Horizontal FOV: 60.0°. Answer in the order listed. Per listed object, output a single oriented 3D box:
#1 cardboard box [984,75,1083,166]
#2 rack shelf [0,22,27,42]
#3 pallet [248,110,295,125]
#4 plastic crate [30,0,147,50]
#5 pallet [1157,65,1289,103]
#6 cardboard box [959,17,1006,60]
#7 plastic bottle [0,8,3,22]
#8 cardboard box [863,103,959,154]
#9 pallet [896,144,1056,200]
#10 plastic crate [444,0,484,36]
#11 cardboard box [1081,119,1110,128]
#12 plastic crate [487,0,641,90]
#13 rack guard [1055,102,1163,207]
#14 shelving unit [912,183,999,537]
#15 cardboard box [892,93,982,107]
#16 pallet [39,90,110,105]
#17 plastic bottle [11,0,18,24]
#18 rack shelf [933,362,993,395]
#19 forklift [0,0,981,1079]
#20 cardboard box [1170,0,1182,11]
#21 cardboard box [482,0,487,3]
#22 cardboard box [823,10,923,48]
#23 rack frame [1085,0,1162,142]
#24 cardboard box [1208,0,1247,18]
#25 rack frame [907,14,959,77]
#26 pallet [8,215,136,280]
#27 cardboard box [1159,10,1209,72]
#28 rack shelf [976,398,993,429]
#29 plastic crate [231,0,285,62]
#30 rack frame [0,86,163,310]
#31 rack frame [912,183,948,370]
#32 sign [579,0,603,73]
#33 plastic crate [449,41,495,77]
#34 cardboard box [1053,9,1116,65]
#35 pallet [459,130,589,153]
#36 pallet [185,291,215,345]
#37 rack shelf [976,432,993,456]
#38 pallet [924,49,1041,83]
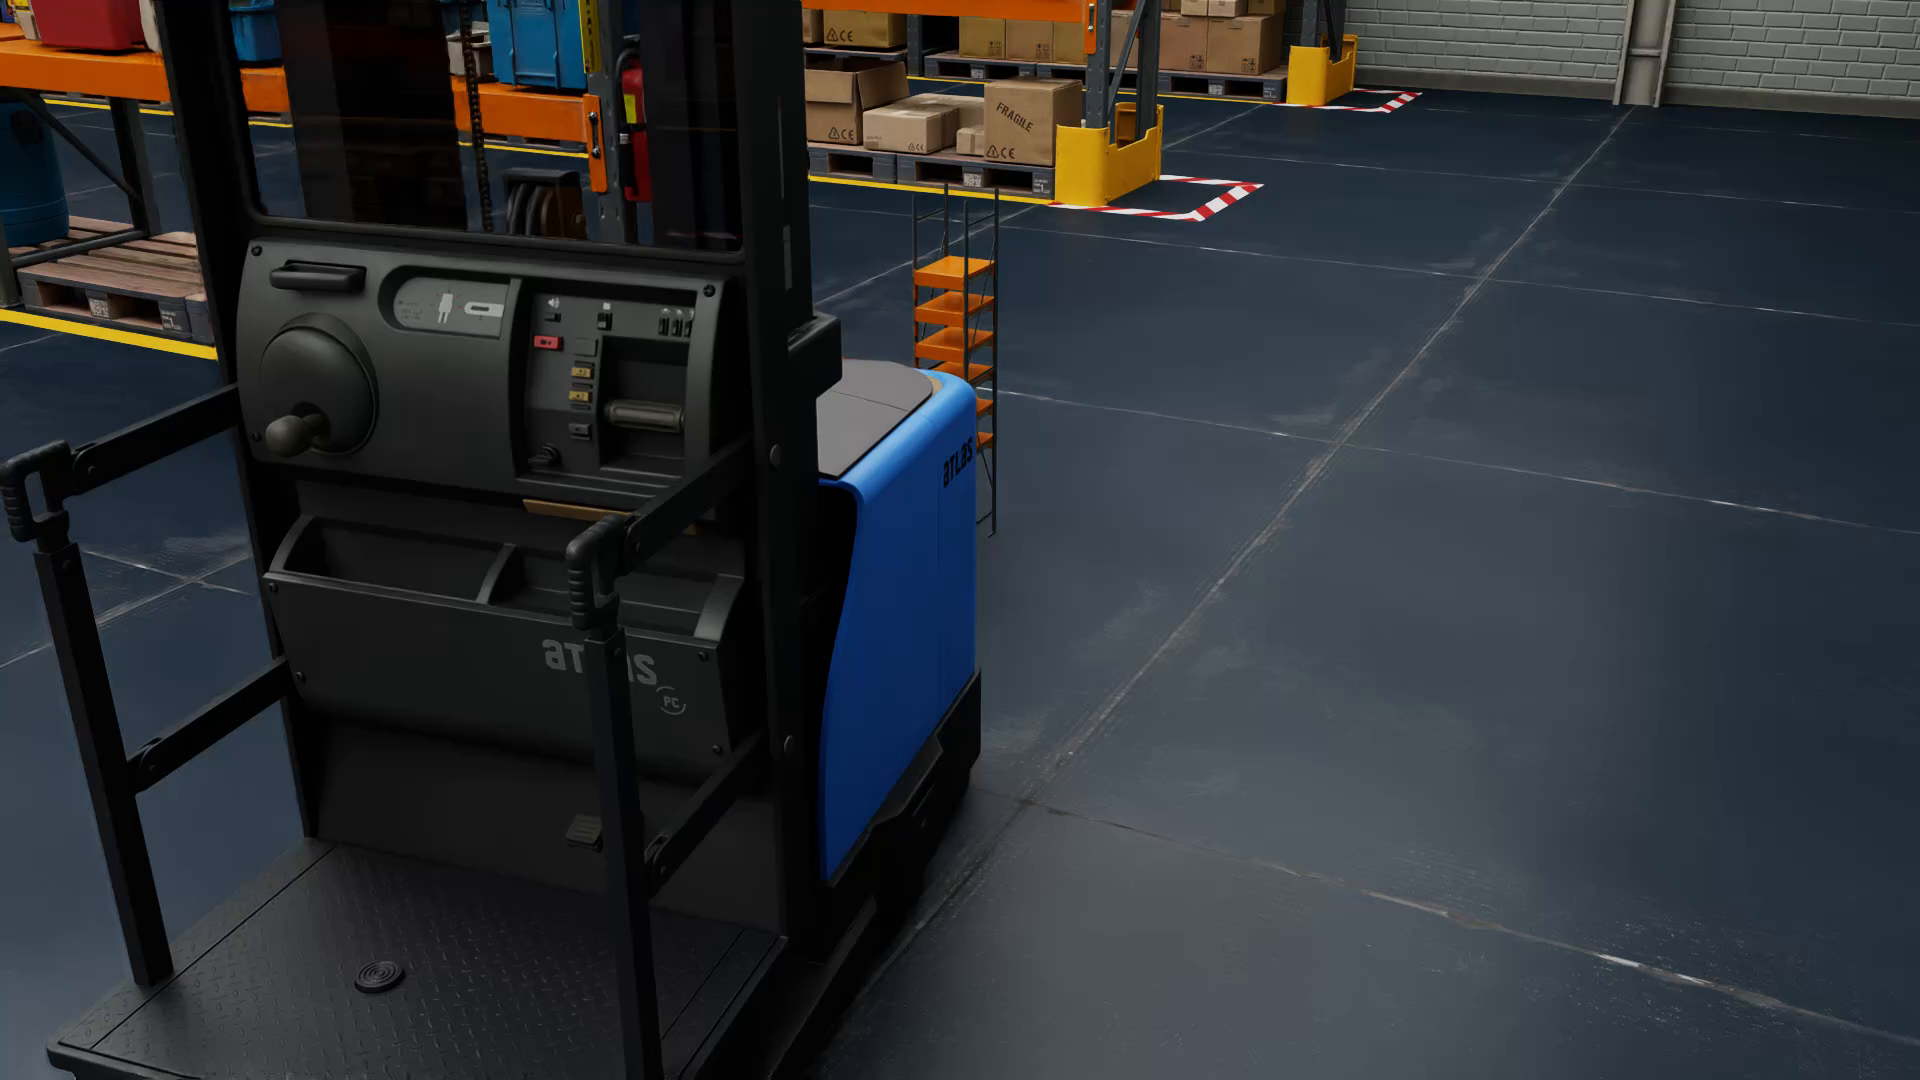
[{"bbox_3d":[0.493,-2.829,11.202,0.500,0.500,0.500,11,25,25],"label":"cardboard box"},{"bbox_3d":[-6.503,-2.766,9.341,4.000,0.370,1.077,11,25,25],"label":"rack shelf"},{"bbox_3d":[-5.400,-3.752,14.302,1.213,0.211,1.003,11,25,25],"label":"pallet"},{"bbox_3d":[-4.035,-2.556,7.769,0.583,0.464,0.402,11,25,25],"label":"plastic crate"},{"bbox_3d":[2.573,-4.329,15.659,1.213,0.211,1.003,11,25,25],"label":"pallet"},{"bbox_3d":[0.373,-5.079,16.518,0.500,0.500,0.700,12,26,25],"label":"cardboard box"},{"bbox_3d":[-5.286,-2.967,9.051,0.135,0.276,0.152,11,25,25],"label":"plastic bottle"},{"bbox_3d":[-0.341,-2.893,11.670,0.500,0.250,0.500,11,25,25],"label":"cardboard box"},{"bbox_3d":[0.310,-2.638,11.683,1.213,0.211,1.003,11,25,25],"label":"pallet"},{"bbox_3d":[-2.395,-2.380,7.650,0.300,0.233,0.416,11,25,25],"label":"plastic crate"},{"bbox_3d":[0.871,-2.852,11.703,0.250,0.149,0.380,11,25,25],"label":"cardboard box"},{"bbox_3d":[-1.532,-2.076,6.676,0.499,0.435,0.616,11,25,25],"label":"plastic crate"},{"bbox_3d":[1.022,-2.630,11.296,0.348,0.500,1.175,11,25,25],"label":"rack guard"},{"bbox_3d":[-0.013,-0.555,5.521,0.189,1.200,0.258,11,25,25],"label":"shelving unit"},{"bbox_3d":[-0.160,-3.076,12.101,0.500,0.250,0.500,11,25,25],"label":"cardboard box"},{"bbox_3d":[-7.851,-4.272,15.524,1.213,0.211,1.003,11,25,25],"label":"pallet"},{"bbox_3d":[-5.083,-2.904,9.000,0.097,0.201,0.097,0,23,0],"label":"plastic bottle"},{"bbox_3d":[-0.013,-0.514,5.539,0.180,0.103,0.258,11,25,25],"label":"rack shelf"},{"bbox_3d":[-0.894,-0.270,2.640,1.130,2.935,3.031,7,24,17],"label":"forklift"},{"bbox_3d":[2.178,-5.109,15.760,0.250,0.149,0.380,11,26,25],"label":"cardboard box"},{"bbox_3d":[-4.142,-4.306,13.717,0.500,0.250,0.500,11,25,24],"label":"cardboard box"},{"bbox_3d":[-0.887,-5.478,17.008,0.750,0.750,0.750,12,26,25],"label":"cardboard box"},{"bbox_3d":[1.090,-3.767,10.776,0.127,3.000,1.000,11,25,25],"label":"rack frame"},{"bbox_3d":[2.455,-4.887,15.237,0.250,0.149,0.380,11,25,24],"label":"cardboard box"},{"bbox_3d":[-0.248,-6.204,16.506,0.127,3.000,1.000,11,25,25],"label":"rack frame"},{"bbox_3d":[-5.388,-1.612,9.270,1.213,0.211,1.003,11,25,25],"label":"pallet"},{"bbox_3d":[2.205,-4.718,15.668,0.500,0.500,0.700,11,25,24],"label":"cardboard box"},{"bbox_3d":[-0.013,-0.403,5.586,0.180,0.103,0.258,11,25,25],"label":"rack shelf"},{"bbox_3d":[-3.097,-2.262,7.372,0.300,0.233,0.416,11,25,25],"label":"plastic crate"},{"bbox_3d":[-4.718,-2.744,8.370,0.127,3.000,1.000,11,25,25],"label":"rack frame"},{"bbox_3d":[-0.095,-0.571,5.559,0.006,1.200,0.240,11,25,25],"label":"rack frame"},{"bbox_3d":[-1.382,-1.918,6.219,0.005,0.325,0.100,11,25,25],"label":"sign"},{"bbox_3d":[-1.958,-2.025,6.939,0.243,0.136,0.396,11,25,25],"label":"plastic crate"},{"bbox_3d":[1.277,-4.898,16.092,0.500,0.500,0.700,12,26,26],"label":"cardboard box"},{"bbox_3d":[-3.223,-3.321,13.289,1.213,0.211,1.003,11,25,25],"label":"pallet"},{"bbox_3d":[-2.952,-1.130,8.137,1.213,0.211,1.003,11,25,25],"label":"pallet"},{"bbox_3d":[-0.013,-0.293,5.633,0.180,0.103,0.258,11,25,25],"label":"rack shelf"},{"bbox_3d":[0.395,-4.759,16.672,1.213,0.211,1.003,11,25,25],"label":"pallet"}]
